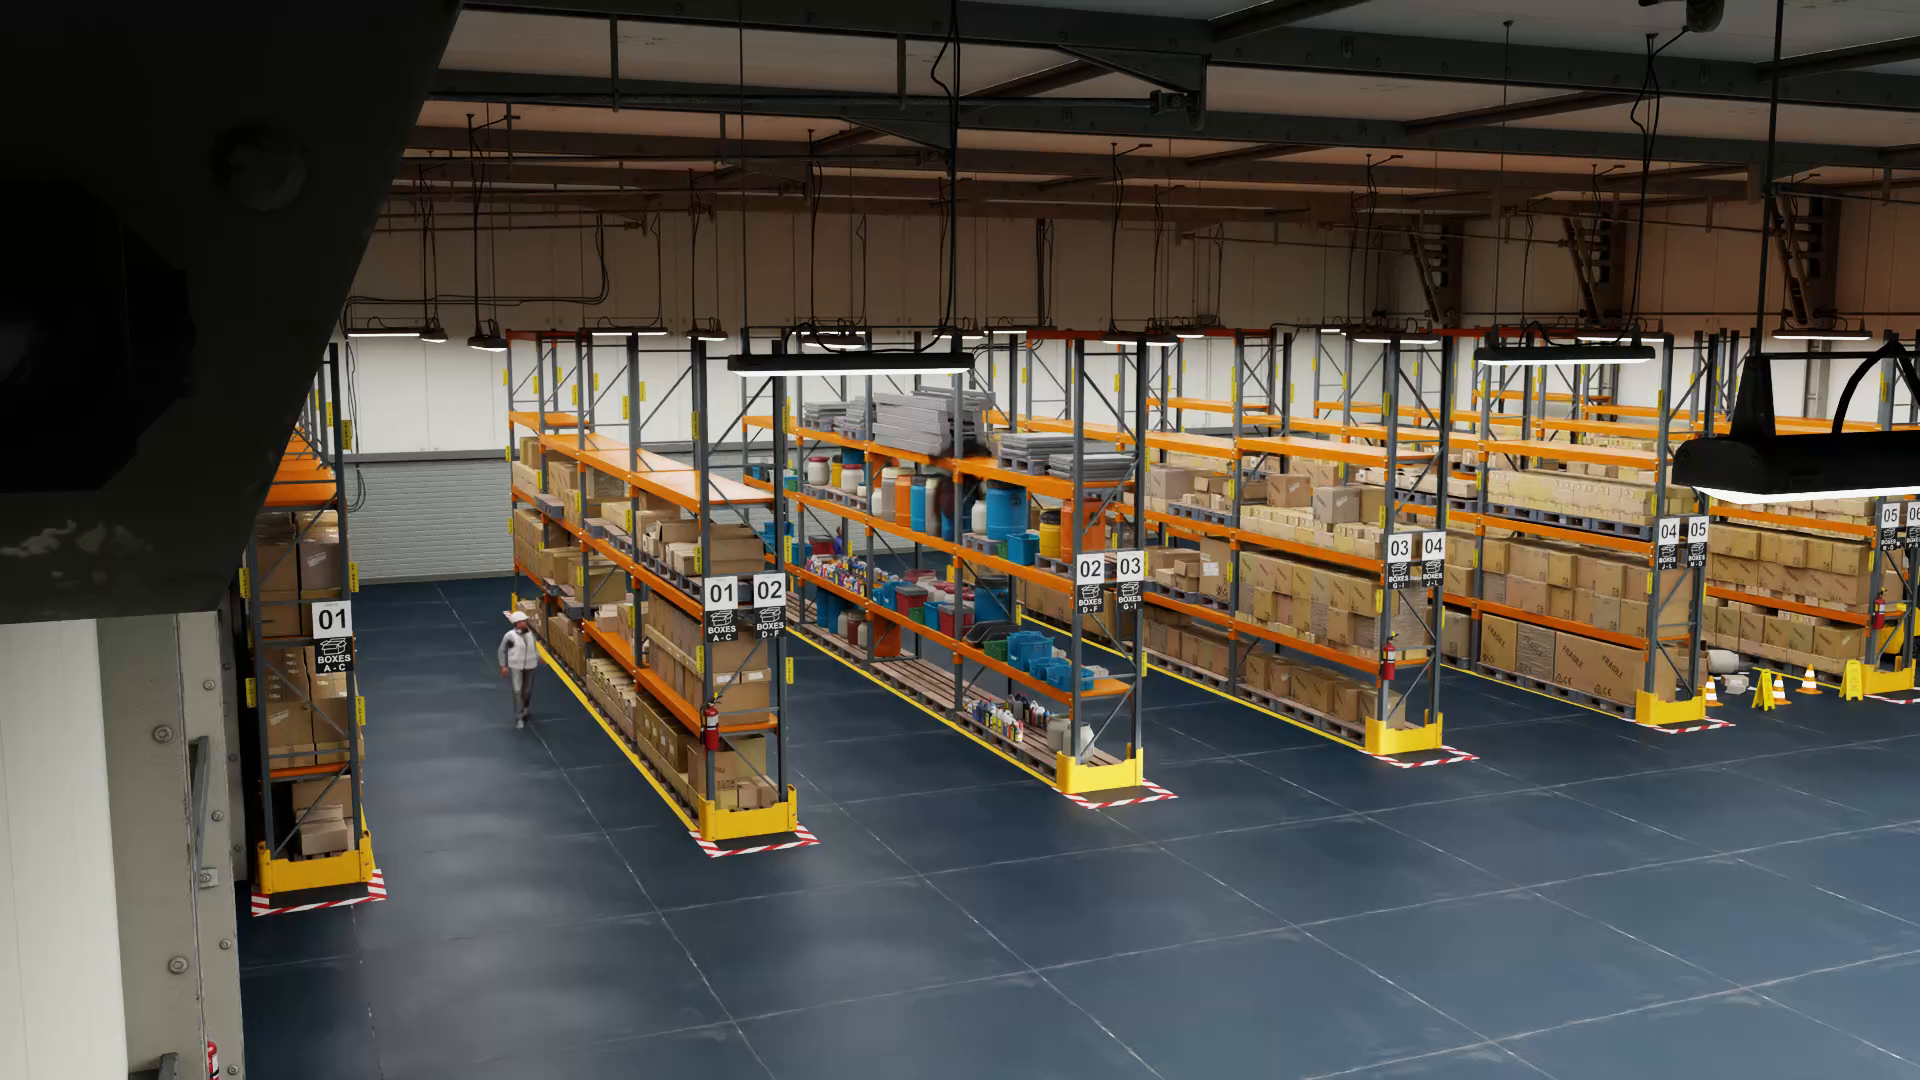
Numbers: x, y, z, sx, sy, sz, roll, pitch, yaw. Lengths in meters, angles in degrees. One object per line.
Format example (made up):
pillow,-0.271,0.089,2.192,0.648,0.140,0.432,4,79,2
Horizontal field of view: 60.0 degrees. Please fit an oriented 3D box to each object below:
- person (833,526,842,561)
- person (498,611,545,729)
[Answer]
person,-2.618,0.516,36.739,0.382,1.655,0.519,4,9,27
person,-6.810,1.987,25.819,0.678,1.777,0.928,-3,8,-21
